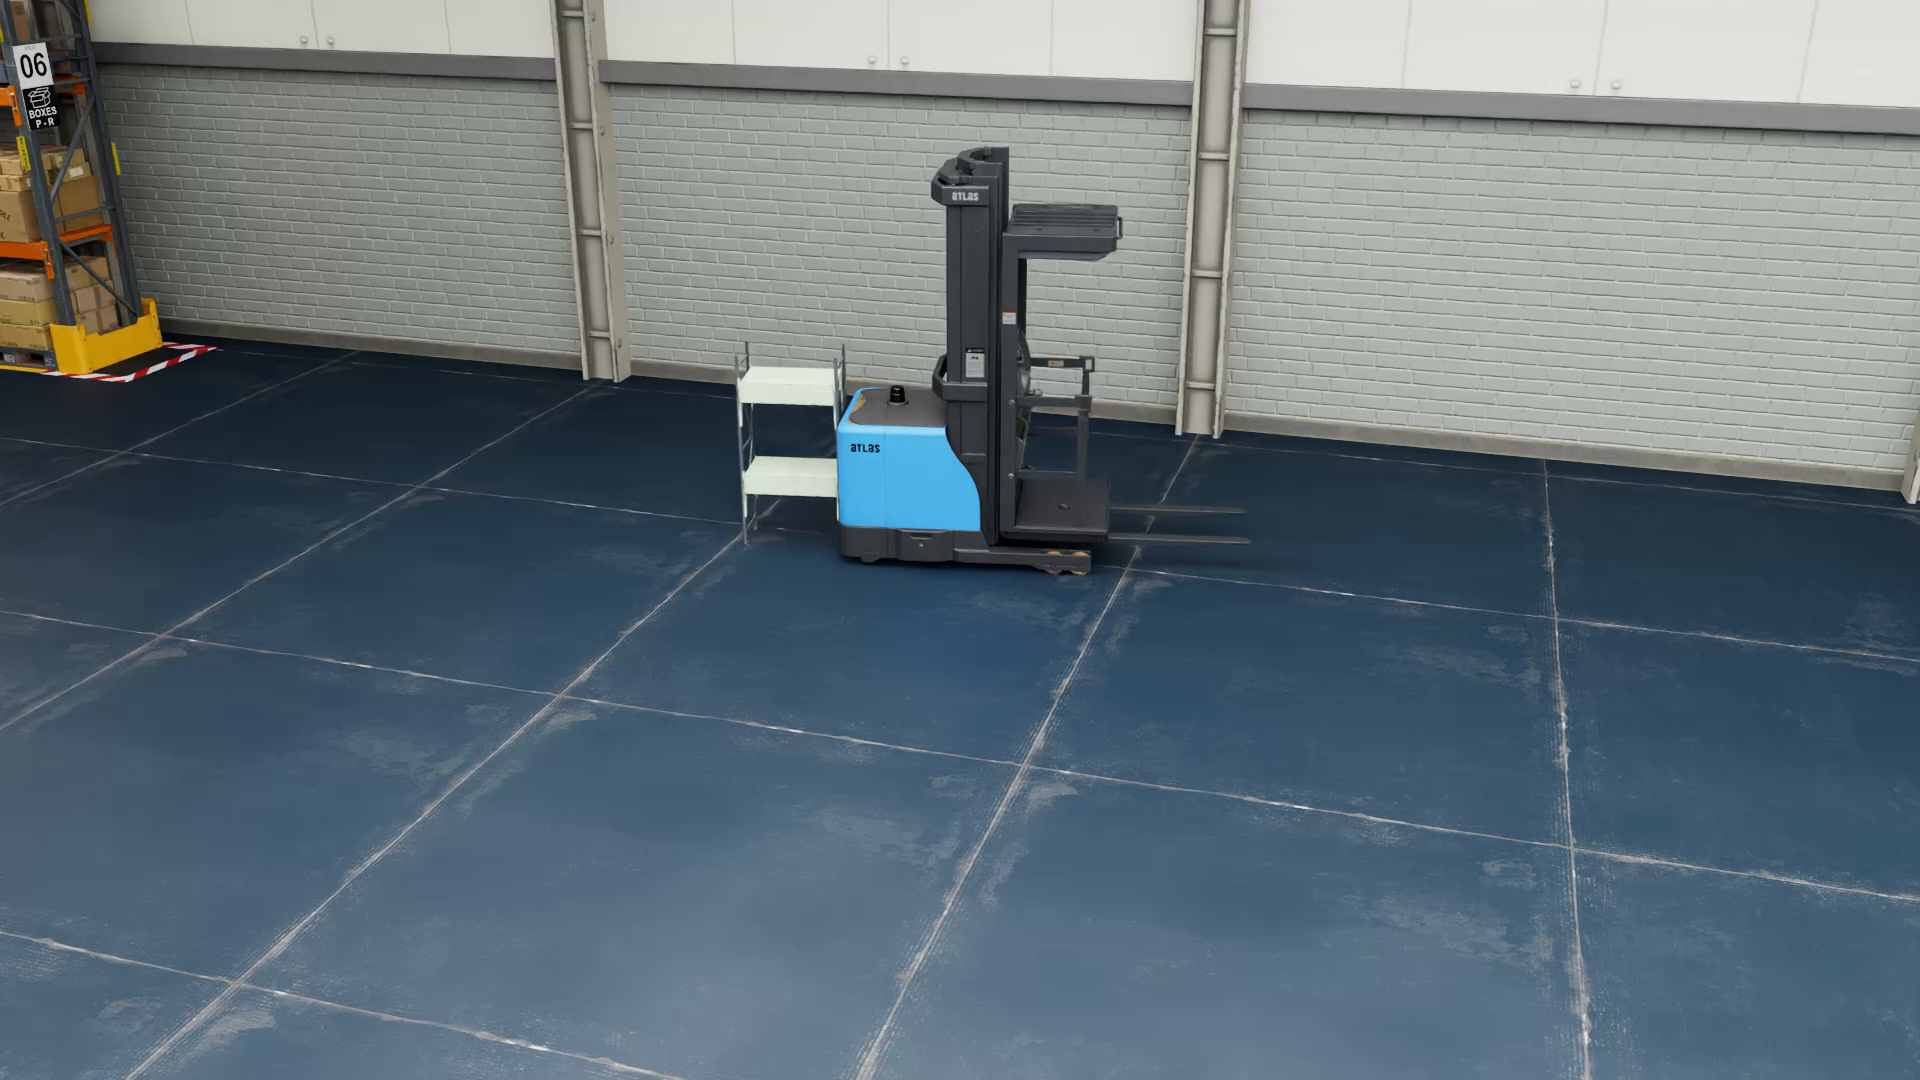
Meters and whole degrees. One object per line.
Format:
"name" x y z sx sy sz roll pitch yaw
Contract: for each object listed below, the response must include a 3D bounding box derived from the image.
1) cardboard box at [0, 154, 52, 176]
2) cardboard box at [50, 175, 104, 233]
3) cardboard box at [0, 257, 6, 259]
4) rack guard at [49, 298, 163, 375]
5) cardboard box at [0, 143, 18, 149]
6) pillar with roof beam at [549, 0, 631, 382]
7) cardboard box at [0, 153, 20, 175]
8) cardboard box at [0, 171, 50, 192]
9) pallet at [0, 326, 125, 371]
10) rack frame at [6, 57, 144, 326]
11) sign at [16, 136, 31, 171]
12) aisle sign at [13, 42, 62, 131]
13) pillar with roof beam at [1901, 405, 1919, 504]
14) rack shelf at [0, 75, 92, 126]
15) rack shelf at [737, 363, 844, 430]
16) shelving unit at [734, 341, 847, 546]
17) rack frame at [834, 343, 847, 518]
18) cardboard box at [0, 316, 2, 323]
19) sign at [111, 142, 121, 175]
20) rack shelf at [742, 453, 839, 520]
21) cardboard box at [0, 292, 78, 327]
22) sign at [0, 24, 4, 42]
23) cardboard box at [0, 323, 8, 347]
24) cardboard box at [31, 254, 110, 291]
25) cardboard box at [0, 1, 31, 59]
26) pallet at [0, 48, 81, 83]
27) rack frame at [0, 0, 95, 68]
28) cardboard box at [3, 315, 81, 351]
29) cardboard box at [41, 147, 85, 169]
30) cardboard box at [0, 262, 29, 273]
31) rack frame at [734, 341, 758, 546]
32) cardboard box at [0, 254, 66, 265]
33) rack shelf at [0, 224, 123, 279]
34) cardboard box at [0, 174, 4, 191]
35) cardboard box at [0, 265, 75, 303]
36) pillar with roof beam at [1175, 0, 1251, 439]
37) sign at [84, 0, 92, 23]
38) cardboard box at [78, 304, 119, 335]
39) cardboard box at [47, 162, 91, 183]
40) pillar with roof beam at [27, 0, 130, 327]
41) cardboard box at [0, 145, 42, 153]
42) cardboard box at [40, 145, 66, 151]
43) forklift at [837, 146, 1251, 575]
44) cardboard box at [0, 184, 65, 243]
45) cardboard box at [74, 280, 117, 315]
"cardboard box" -9.298 -3.739 16.554 0.250 0.149 0.380 7 23 16
"cardboard box" -9.288 -3.494 17.203 0.500 0.500 0.500 7 23 17
"cardboard box" -10.255 -2.910 17.665 0.500 0.250 0.500 6 23 15
"rack guard" -8.871 -2.133 17.311 0.348 0.500 1.175 7 23 16
"cardboard box" -9.884 -3.988 17.161 0.250 0.149 0.380 7 23 16
"pillar with roof beam" -4.800 -4.250 11.272 0.400 9.000 9.100 7 23 16
"cardboard box" -9.543 -3.754 16.592 0.250 0.149 0.380 7 23 16
"cardboard box" -9.307 -3.575 16.546 0.250 0.149 0.380 7 23 16
"pallet" -9.638 -2.071 17.540 1.213 0.211 1.003 7 23 16
"rack frame" -8.894 -3.292 16.843 0.127 3.000 1.000 7 23 16
"sign" -9.064 -3.742 16.102 0.005 0.325 0.100 7 23 16
"aisle sign" -8.916 -4.381 16.072 0.004 0.787 0.394 7 23 16
"pillar with roof beam" 6.689 -2.934 8.065 0.400 9.000 9.100 7 23 16
"rack shelf" -10.809 -4.566 16.945 4.000 0.370 1.077 7 23 16
"rack shelf" -1.249 -1.072 12.379 0.720 0.370 0.431 2 22 5
"shelving unit" -1.249 -0.711 12.527 0.755 1.500 0.431 2 22 5
"rack frame" -0.885 -0.698 12.494 0.023 1.500 0.400 2 22 5
"cardboard box" -9.928 -2.444 17.187 0.500 0.250 0.500 6 23 15
"sign" -8.728 -3.930 17.154 0.005 0.325 0.100 7 23 16
"rack shelf" -1.249 -0.409 12.651 0.720 0.370 0.431 2 22 5
"cardboard box" -9.451 -2.385 17.044 0.500 0.250 0.500 6 23 15
"sign" -9.064 -4.857 15.644 0.005 0.325 0.100 7 23 16
"cardboard box" -9.909 -2.209 17.272 0.500 0.250 0.500 7 23 15
"cardboard box" -9.300 -2.798 17.392 0.500 0.250 0.500 6 23 15
"cardboard box" -9.388 -4.927 16.059 0.500 0.500 0.500 7 23 17
"pallet" -9.564 -4.726 16.503 1.213 0.211 1.003 7 23 16
"rack frame" -8.894 -6.068 15.705 0.127 3.000 1.000 7 23 16
"cardboard box" -9.435 -2.151 17.131 0.500 0.250 0.500 7 23 16
"cardboard box" -9.154 -3.890 16.924 0.250 0.149 0.380 6 23 14
"cardboard box" -9.916 -2.668 17.074 0.500 0.250 0.500 7 23 16
"rack frame" -1.614 -0.725 12.560 0.023 1.500 0.400 2 22 5
"cardboard box" -9.779 -2.852 17.522 0.500 0.250 0.500 7 23 16
"rack shelf" -10.809 -3.178 17.514 4.000 0.370 1.077 7 23 16
"cardboard box" -9.560 -3.592 16.588 0.250 0.149 0.380 7 23 16
"cardboard box" -9.425 -2.614 16.942 0.500 0.250 0.500 7 23 17
"pillar with roof beam" 0.944 -3.592 9.669 0.400 9.000 9.100 7 23 16
"sign" -8.728 -5.322 16.583 0.005 0.325 0.100 7 23 16
"cardboard box" -9.308 -2.339 17.590 0.500 0.250 0.500 7 23 16
"cardboard box" -9.144 -3.770 17.022 0.250 0.149 0.380 6 23 14
"pillar with roof beam" -10.544 -4.907 12.876 0.400 9.000 9.100 7 23 16
"cardboard box" -9.652 -3.955 17.081 0.250 0.149 0.380 7 23 17
"cardboard box" -9.391 -3.942 17.050 0.250 0.149 0.380 7 23 17
"forklift" 0.647 -1.312 12.107 3.031 2.935 1.130 2 22 5
"cardboard box" -9.441 -3.297 16.723 0.500 0.500 0.500 6 23 14
"cardboard box" -9.284 -2.573 17.500 0.500 0.250 0.500 7 23 16
